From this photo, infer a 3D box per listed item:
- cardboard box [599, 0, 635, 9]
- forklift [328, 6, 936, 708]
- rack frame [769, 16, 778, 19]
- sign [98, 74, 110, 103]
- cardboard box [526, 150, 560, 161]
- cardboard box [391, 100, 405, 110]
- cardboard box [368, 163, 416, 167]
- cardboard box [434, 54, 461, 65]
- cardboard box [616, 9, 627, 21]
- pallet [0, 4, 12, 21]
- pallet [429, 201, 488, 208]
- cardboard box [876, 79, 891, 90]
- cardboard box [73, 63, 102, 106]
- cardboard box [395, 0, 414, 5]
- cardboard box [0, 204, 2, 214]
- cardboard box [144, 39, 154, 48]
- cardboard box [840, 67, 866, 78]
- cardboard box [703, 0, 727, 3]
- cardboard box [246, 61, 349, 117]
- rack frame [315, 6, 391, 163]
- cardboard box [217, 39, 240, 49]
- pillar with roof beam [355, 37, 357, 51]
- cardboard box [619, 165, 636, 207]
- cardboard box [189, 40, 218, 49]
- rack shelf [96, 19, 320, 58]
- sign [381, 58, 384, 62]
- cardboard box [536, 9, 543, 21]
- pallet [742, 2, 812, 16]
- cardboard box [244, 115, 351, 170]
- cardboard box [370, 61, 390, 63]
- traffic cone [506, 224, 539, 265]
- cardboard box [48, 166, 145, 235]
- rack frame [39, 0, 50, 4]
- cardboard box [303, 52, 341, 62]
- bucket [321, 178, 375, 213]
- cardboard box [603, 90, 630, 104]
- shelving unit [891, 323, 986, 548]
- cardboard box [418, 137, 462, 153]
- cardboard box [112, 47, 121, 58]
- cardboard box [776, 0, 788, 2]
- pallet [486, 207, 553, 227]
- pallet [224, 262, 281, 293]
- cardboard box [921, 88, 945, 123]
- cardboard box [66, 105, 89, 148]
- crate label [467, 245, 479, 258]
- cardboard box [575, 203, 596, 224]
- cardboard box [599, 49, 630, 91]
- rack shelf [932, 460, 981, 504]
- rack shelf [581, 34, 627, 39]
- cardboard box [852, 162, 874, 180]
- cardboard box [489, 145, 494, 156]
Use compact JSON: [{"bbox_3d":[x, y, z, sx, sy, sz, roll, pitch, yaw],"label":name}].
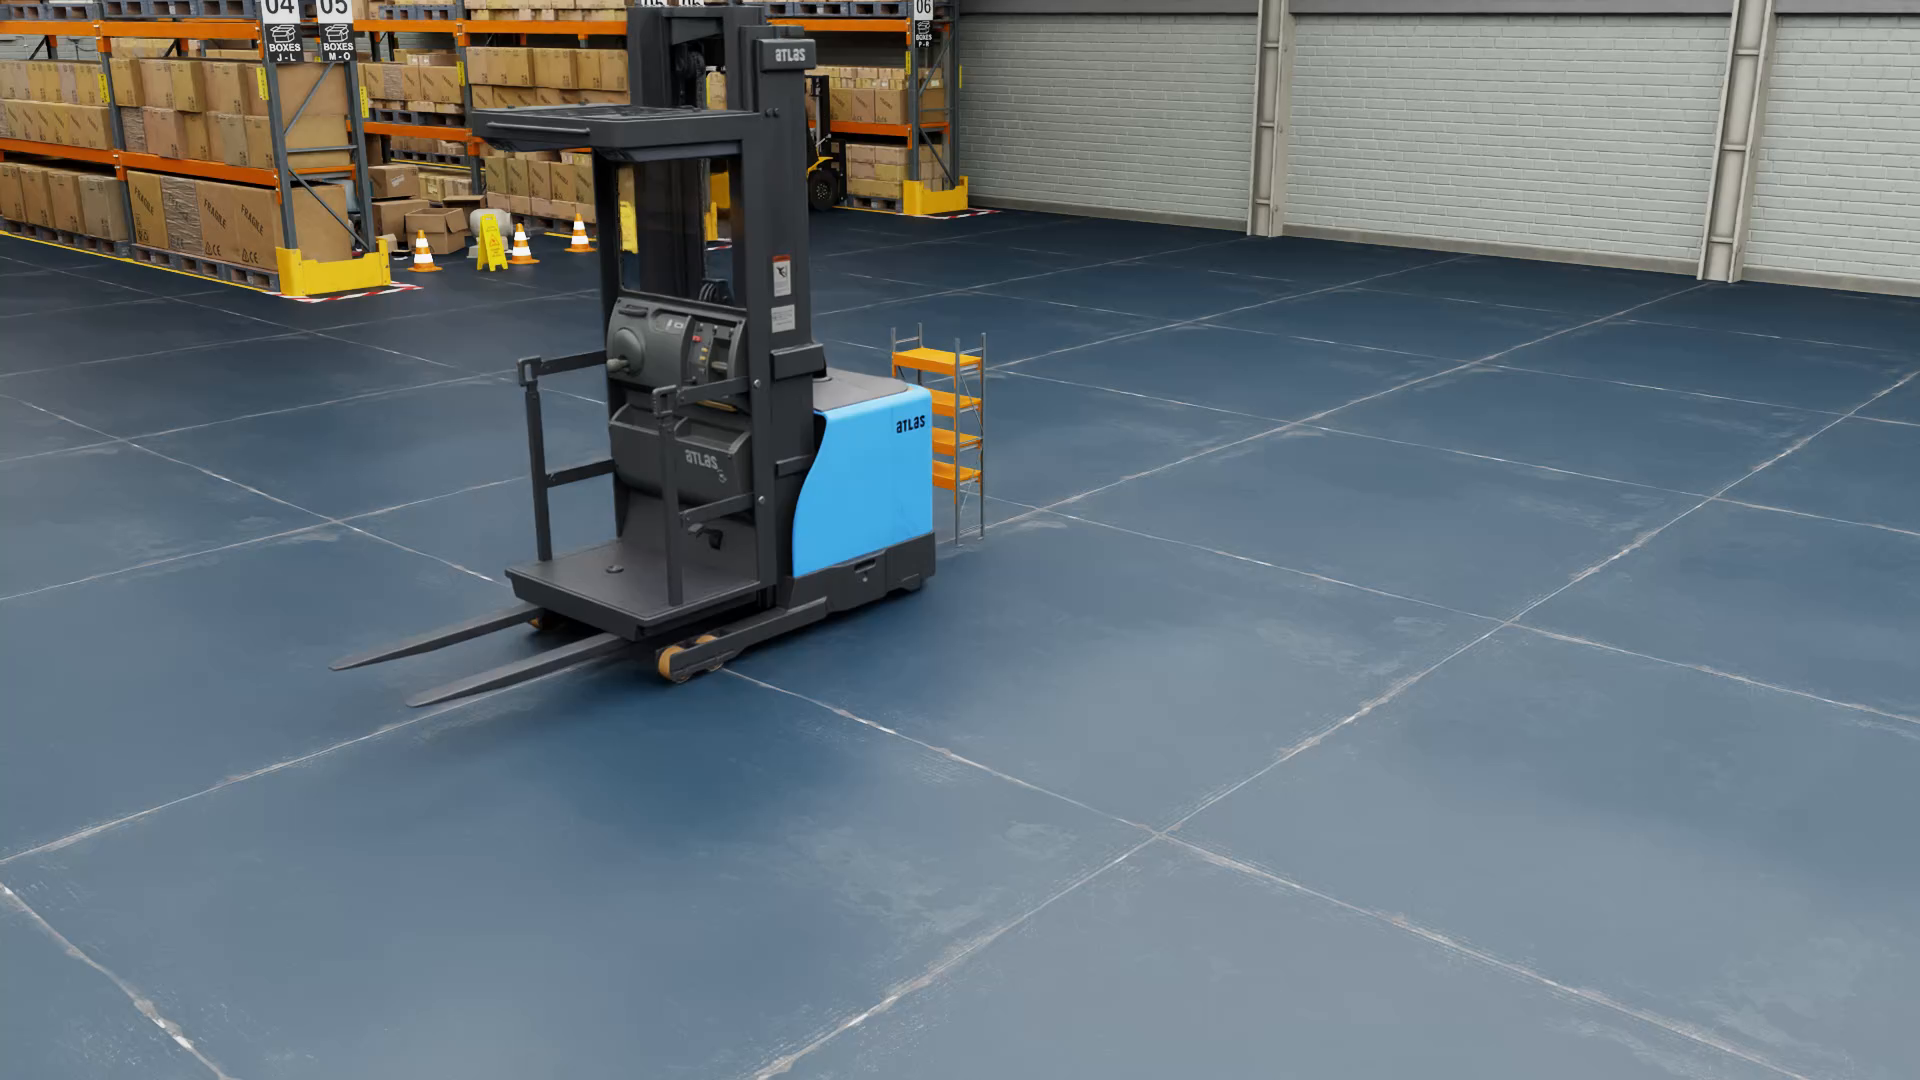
[{"bbox_3d":[-4.241,-6.889,21.156,0.500,0.250,0.500,15,23,39],"label":"cardboard box"},{"bbox_3d":[-1.477,-0.919,7.661,1.130,2.935,3.031,15,23,39],"label":"forklift"},{"bbox_3d":[-3.379,-7.274,27.572,0.127,3.000,1.000,15,23,39],"label":"rack frame"},{"bbox_3d":[-10.234,-5.399,19.882,0.005,0.325,0.100,15,23,39],"label":"sign"},{"bbox_3d":[-5.767,-5.332,22.992,0.250,0.149,0.380,17,24,42],"label":"cardboard box"},{"bbox_3d":[-8.367,-6.591,25.141,0.250,0.149,0.380,16,24,41],"label":"cardboard box"},{"bbox_3d":[-9.247,-5.785,26.531,0.625,0.372,0.950,13,22,36],"label":"cardboard box"},{"bbox_3d":[-7.669,-7.218,24.973,0.250,0.149,0.380,17,24,42],"label":"cardboard box"},{"bbox_3d":[-4.132,-6.665,21.111,0.250,0.149,0.380,15,23,39],"label":"cardboard box"},{"bbox_3d":[-12.356,-7.035,22.175,1.003,0.211,1.213,16,24,42],"label":"pallet"},{"bbox_3d":[-7.255,-4.977,24.945,1.213,0.211,1.003,15,23,39],"label":"pallet"},{"bbox_3d":[-1.044,-6.878,25.089,0.250,0.149,0.380,16,23,40],"label":"cardboard box"},{"bbox_3d":[-10.643,-5.735,20.906,0.500,0.500,0.700,15,23,38],"label":"cardboard box"},{"bbox_3d":[-7.960,-7.998,24.450,0.500,0.250,0.500,15,23,40],"label":"cardboard box"},{"bbox_3d":[-13.539,-4.895,23.514,0.500,0.500,0.500,15,23,39],"label":"cardboard box"},{"bbox_3d":[-14.433,-8.938,29.926,0.250,0.149,0.380,14,23,38],"label":"cardboard box"},{"bbox_3d":[-1.620,-7.176,25.536,0.250,0.149,0.380,16,23,41],"label":"cardboard box"},{"bbox_3d":[-4.083,-8.999,27.338,0.500,0.311,0.500,14,22,38],"label":"cardboard box"},{"bbox_3d":[-7.141,-4.876,17.984,0.550,0.550,0.875,15,23,39],"label":"cardboard box"},{"bbox_3d":[-9.663,-6.953,26.562,0.127,3.000,1.000,15,23,39],"label":"rack frame"},{"bbox_3d":[-12.921,-8.760,29.364,0.250,0.149,0.380,15,23,40],"label":"cardboard box"},{"bbox_3d":[-16.631,-12.314,33.536,0.400,9.000,9.100,15,23,39],"label":"pillar with roof beam"},{"bbox_3d":[-4.452,-4.696,22.061,0.500,0.500,0.500,15,23,40],"label":"cardboard box"},{"bbox_3d":[-13.096,-8.579,28.796,0.250,0.149,0.380,14,23,38],"label":"cardboard box"},{"bbox_3d":[-8.386,-5.695,18.828,4.000,0.370,1.077,15,23,39],"label":"rack shelf"},{"bbox_3d":[-9.310,-7.592,26.792,0.005,0.325,0.100,15,23,39],"label":"sign"},{"bbox_3d":[-5.446,-7.032,22.266,0.250,0.149,0.380,15,23,40],"label":"cardboard box"},{"bbox_3d":[-2.724,-8.496,26.611,1.213,0.211,1.003,15,23,39],"label":"pallet"},{"bbox_3d":[-7.197,-4.342,18.088,0.550,0.550,0.875,15,23,39],"label":"cardboard box"},{"bbox_3d":[-9.139,-7.314,26.349,0.500,0.500,0.500,14,22,38],"label":"cardboard box"},{"bbox_3d":[-5.340,-3.613,20.230,0.334,0.463,0.336,15,23,39],"label":"traffic cone"},{"bbox_3d":[-11.124,-4.436,21.657,0.750,0.750,1.050,15,23,39],"label":"cardboard box"},{"bbox_3d":[-12.873,-8.672,22.062,0.127,3.000,1.000,15,23,39],"label":"rack frame"},{"bbox_3d":[-10.223,-7.522,26.536,0.500,0.500,0.500,14,23,38],"label":"cardboard box"},{"bbox_3d":[-8.249,-4.668,22.261,0.726,0.611,0.620,-9,10,-27],"label":"bucket"},{"bbox_3d":[-4.268,-5.583,21.588,0.500,0.500,0.500,15,23,38],"label":"cardboard box"},{"bbox_3d":[-0.124,-0.605,9.535,0.503,1.200,0.258,15,23,39],"label":"shelving unit"},{"bbox_3d":[-10.570,-8.159,33.799,0.500,0.500,0.700,14,22,37],"label":"cardboard box"},{"bbox_3d":[-15.477,-8.923,30.950,0.500,0.500,0.500,14,23,38],"label":"cardboard box"},{"bbox_3d":[-2.671,-8.518,26.091,0.250,0.149,0.380,16,24,41],"label":"cardboard box"},{"bbox_3d":[-6.146,-4.694,24.053,1.213,0.211,1.003,15,23,39],"label":"pallet"},{"bbox_3d":[-7.540,-3.020,18.780,1.213,0.211,1.003,15,23,39],"label":"pallet"},{"bbox_3d":[-0.574,-6.681,25.538,0.500,0.500,0.500,16,24,41],"label":"cardboard box"},{"bbox_3d":[-10.827,-5.203,20.883,0.500,0.500,0.500,15,23,39],"label":"cardboard box"},{"bbox_3d":[-5.969,-3.601,20.733,0.298,0.136,0.250,4,18,11],"label":"crate label"},{"bbox_3d":[-4.845,-4.444,22.506,0.500,0.250,0.500,15,23,39],"label":"cardboard box"},{"bbox_3d":[-4.207,-6.066,21.457,0.500,0.500,0.700,14,23,38],"label":"cardboard box"},{"bbox_3d":[-0.124,-0.352,9.615,0.480,0.148,0.258,15,23,39],"label":"rack shelf"},{"bbox_3d":[-4.875,-8.762,28.493,4.000,0.370,1.077,15,23,39],"label":"rack shelf"},{"bbox_3d":[-1.327,-5.729,25.728,0.500,0.250,0.500,15,23,39],"label":"cardboard box"},{"bbox_3d":[-8.746,-7.636,32.152,0.500,0.500,0.500,15,23,39],"label":"cardboard box"}]
